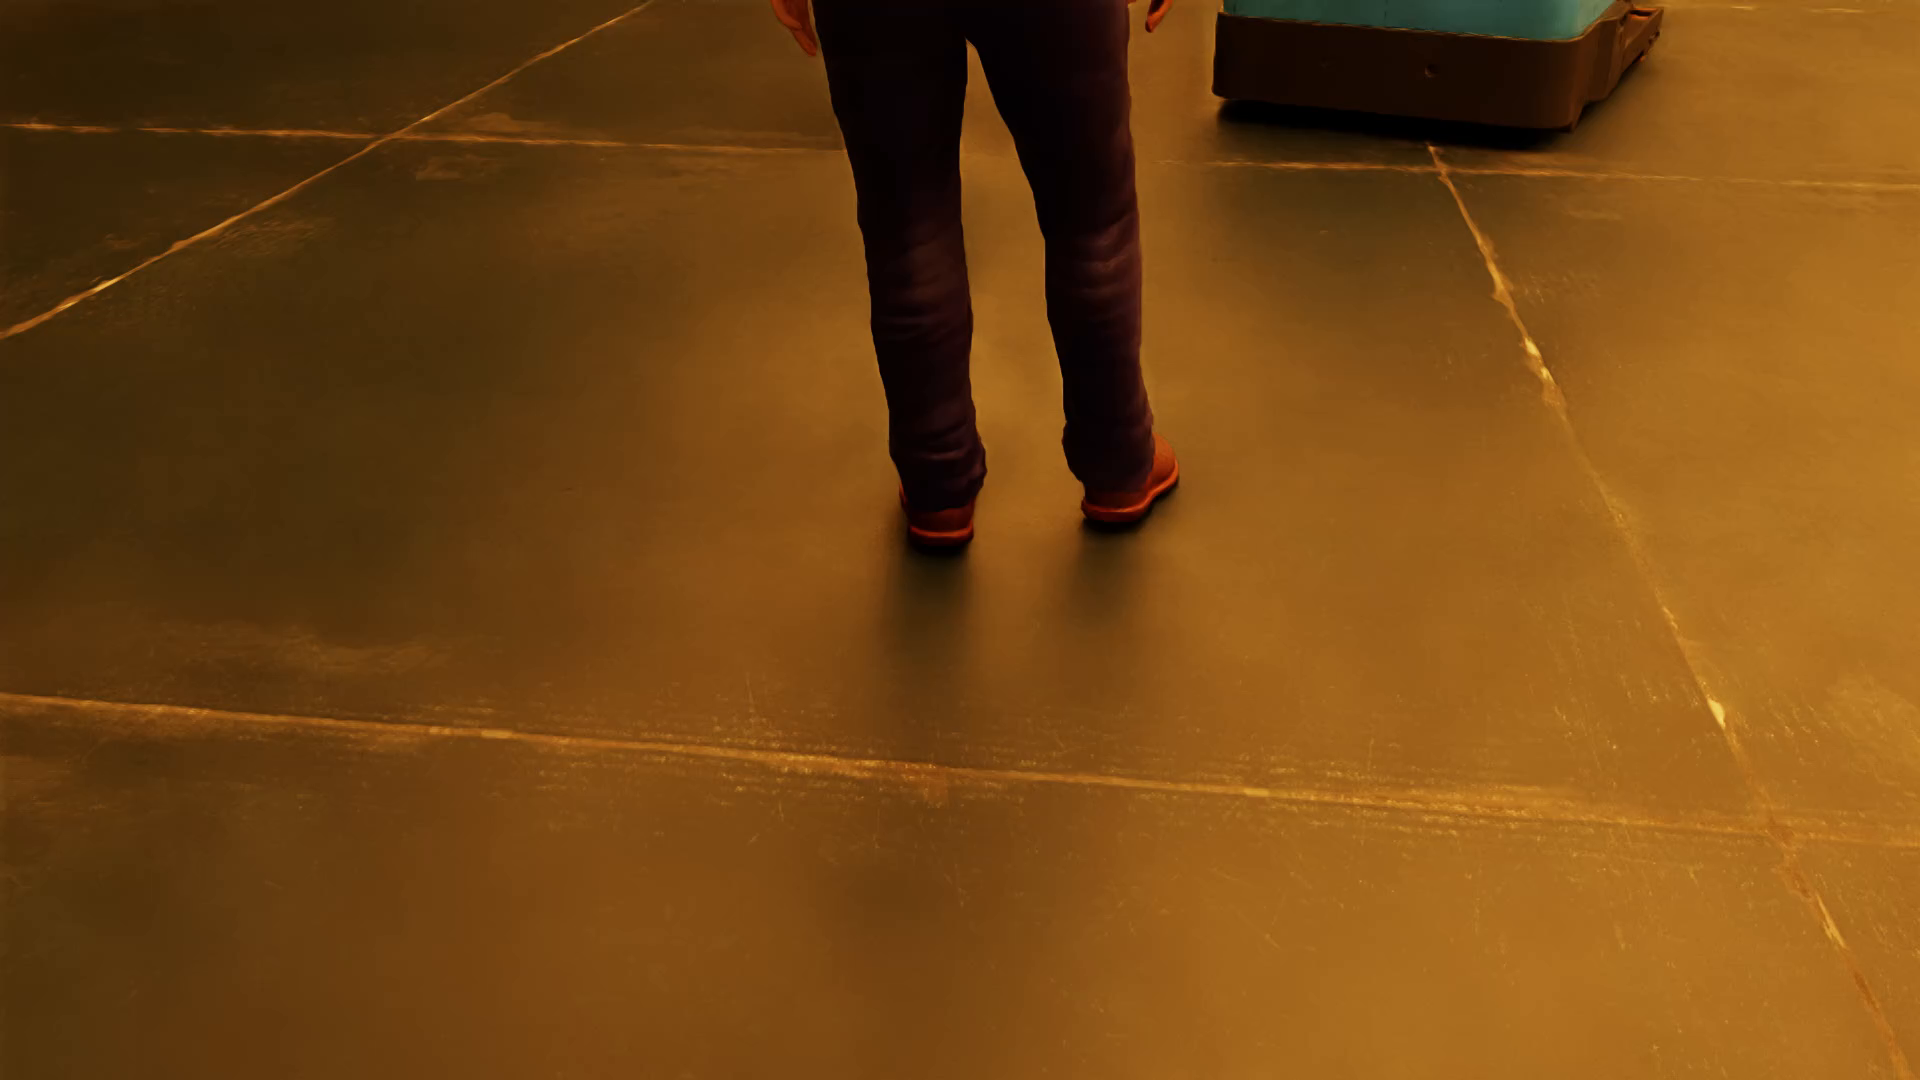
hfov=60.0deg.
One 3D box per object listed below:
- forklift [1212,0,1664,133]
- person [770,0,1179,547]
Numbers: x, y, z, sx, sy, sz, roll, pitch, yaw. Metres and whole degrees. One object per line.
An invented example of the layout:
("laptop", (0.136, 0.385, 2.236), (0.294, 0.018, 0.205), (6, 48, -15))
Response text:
("forklift", (1.900, -3.083, 5.397), (1.130, 2.935, 3.031), (13, 29, 24))
("person", (0.034, -0.778, 2.209), (0.599, 1.640, 0.501), (3, 27, 7))
